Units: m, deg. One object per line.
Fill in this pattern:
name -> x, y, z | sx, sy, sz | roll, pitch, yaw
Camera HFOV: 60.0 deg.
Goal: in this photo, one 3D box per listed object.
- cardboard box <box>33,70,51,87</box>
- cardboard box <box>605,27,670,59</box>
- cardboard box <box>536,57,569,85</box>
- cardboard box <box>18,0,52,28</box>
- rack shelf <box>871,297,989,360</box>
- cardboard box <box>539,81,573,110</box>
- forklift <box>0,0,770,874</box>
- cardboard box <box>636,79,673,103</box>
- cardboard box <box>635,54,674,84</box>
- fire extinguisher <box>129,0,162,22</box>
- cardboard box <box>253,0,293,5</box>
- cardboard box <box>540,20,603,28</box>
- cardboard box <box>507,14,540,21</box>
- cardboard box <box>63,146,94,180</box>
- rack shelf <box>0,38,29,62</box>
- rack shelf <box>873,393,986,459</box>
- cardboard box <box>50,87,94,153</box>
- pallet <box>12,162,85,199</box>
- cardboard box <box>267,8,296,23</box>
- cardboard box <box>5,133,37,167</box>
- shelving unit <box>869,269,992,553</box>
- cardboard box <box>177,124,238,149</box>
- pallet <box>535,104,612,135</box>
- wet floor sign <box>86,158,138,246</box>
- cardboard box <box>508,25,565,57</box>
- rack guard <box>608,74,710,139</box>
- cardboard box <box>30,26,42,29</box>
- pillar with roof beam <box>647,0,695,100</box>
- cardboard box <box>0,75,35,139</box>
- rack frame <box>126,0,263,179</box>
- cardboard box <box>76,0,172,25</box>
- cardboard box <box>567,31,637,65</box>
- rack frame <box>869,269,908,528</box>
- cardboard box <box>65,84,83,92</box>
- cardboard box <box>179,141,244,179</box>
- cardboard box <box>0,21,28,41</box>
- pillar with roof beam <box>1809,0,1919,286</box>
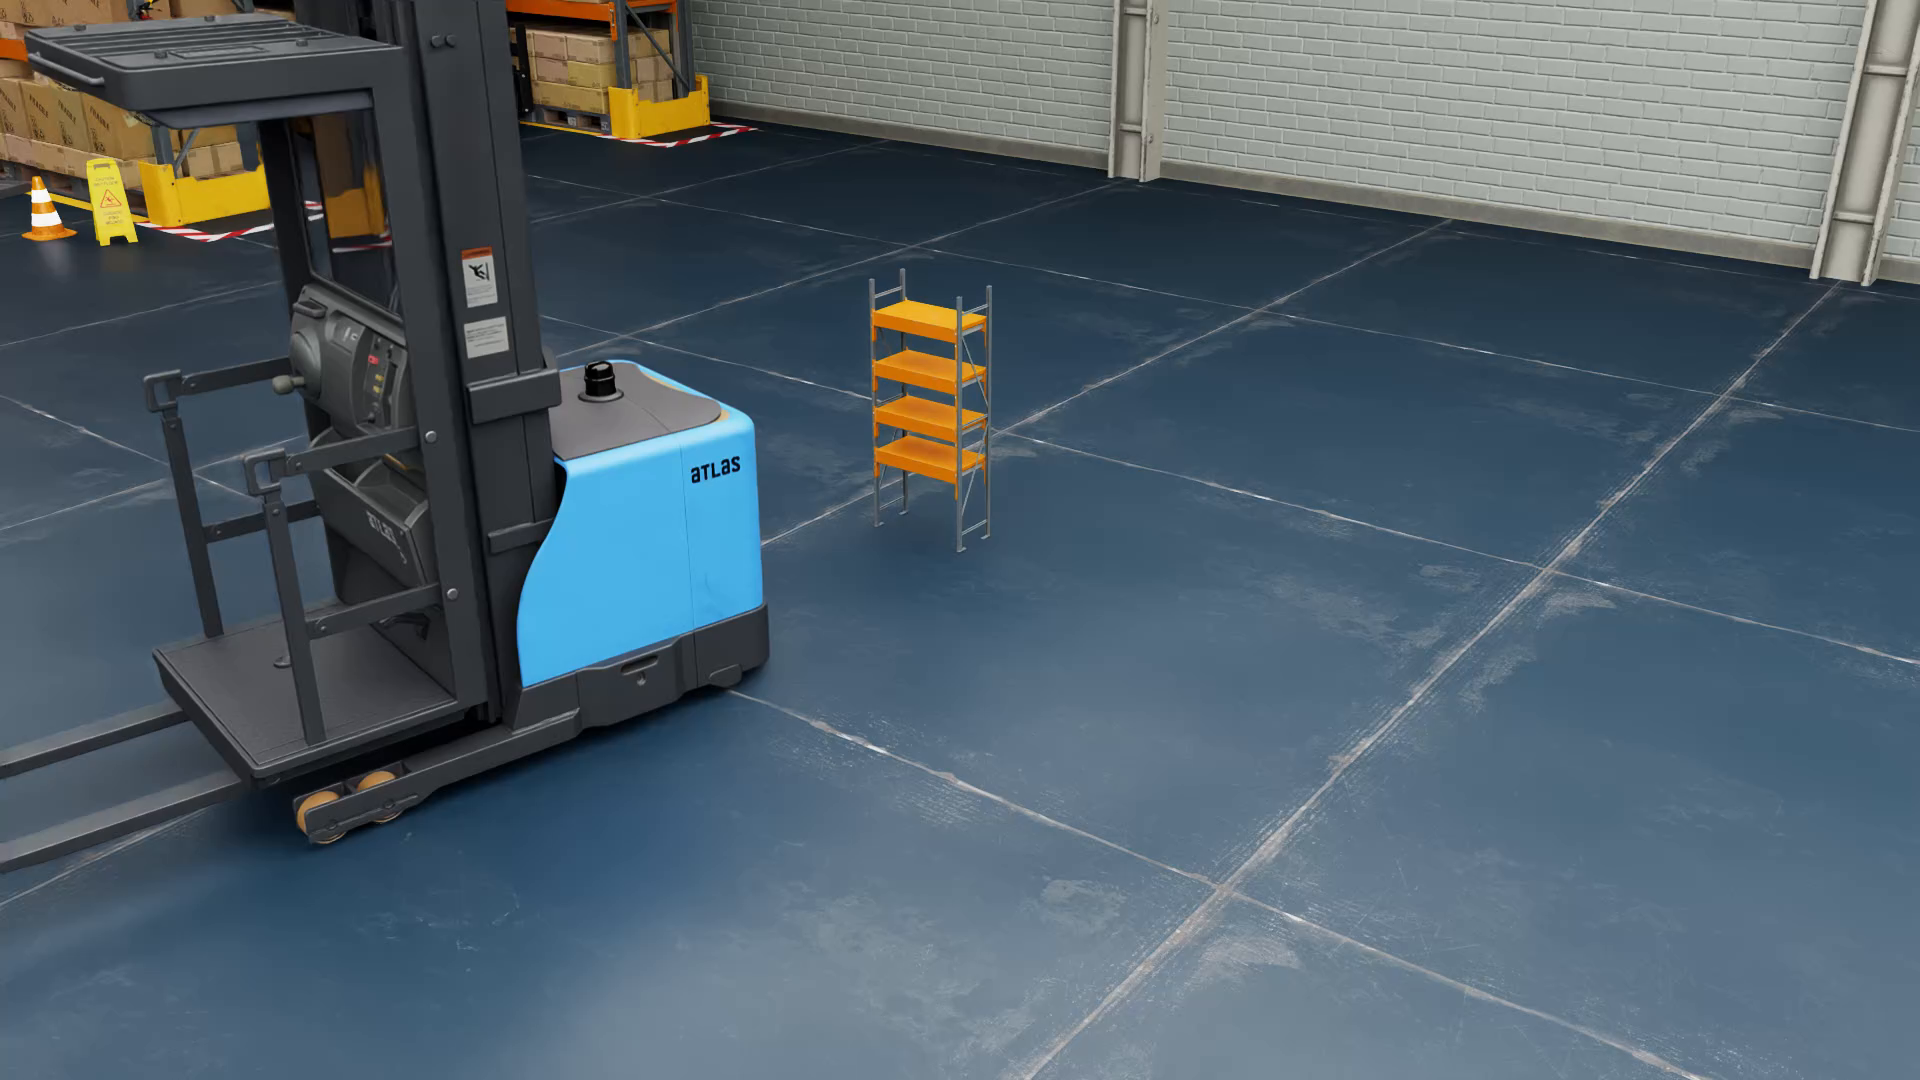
cardboard box -> -7.688, -3.995, 14.251 | 0.250, 0.149, 0.380 | 18, 30, 35
cardboard box -> -3.444, -5.289, 17.683 | 0.500, 0.250, 0.500 | 16, 29, 33
cardboard box -> -4.145, -5.025, 17.703 | 0.500, 0.250, 0.500 | 16, 29, 33
cardboard box -> -7.543, -4.587, 13.947 | 0.500, 0.500, 0.500 | 17, 29, 33
rack shelf -> -0.132, -0.949, 7.441 | 0.480, 0.148, 0.258 | 17, 29, 33
cardboard box -> -4.131, -4.789, 17.789 | 0.500, 0.250, 0.500 | 17, 29, 33
forklift -> -2.199, -0.581, 5.433 | 3.031, 2.935, 1.130 | -19, 30, -36
cardboard box -> -3.449, -4.836, 17.895 | 0.500, 0.250, 0.500 | 17, 29, 34
cardboard box -> -3.425, -5.064, 17.792 | 0.500, 0.250, 0.500 | 17, 29, 34
fire extinguisher -> -6.332, -3.906, 12.991 | 0.183, 0.674, 0.296 | 17, 29, 33
cardboard box -> -9.084, -6.605, 21.445 | 0.625, 0.625, 0.875 | 18, 29, 35
cardboard box -> -4.240, -5.533, 18.237 | 0.500, 0.250, 0.500 | 17, 29, 33
cardboard box -> -5.053, -5.778, 18.793 | 0.500, 0.250, 0.500 | 17, 29, 34
cardboard box -> -7.365, -3.288, 14.382 | 0.500, 0.250, 0.500 | 17, 29, 33
rack shelf -> -7.748, -4.272, 14.619 | 4.000, 0.370, 1.077 | 17, 29, 33
rack shelf -> -0.132, -0.528, 7.626 | 0.480, 0.148, 0.258 | 17, 29, 33
cardboard box -> -7.364, -3.630, 14.227 | 0.500, 0.500, 0.500 | 18, 30, 35
pallet -> -7.809, -3.363, 15.122 | 1.213, 0.211, 1.003 | 17, 29, 33
cardboard box -> -8.017, -6.287, 20.723 | 0.625, 0.625, 0.875 | 15, 28, 31
cardboard box -> -8.178, -3.536, 14.945 | 0.500, 0.250, 0.500 | 16, 29, 33
shelving unit -> -0.132, -0.589, 7.599 | 0.503, 1.200, 0.258 | 17, 29, 33
cardboard box -> -6.646, -3.685, 14.352 | 0.500, 0.500, 0.500 | 16, 28, 32
pallet -> -3.810, -4.616, 17.964 | 1.213, 0.211, 1.003 | 17, 29, 33
wet floor sign -> -6.637, -2.649, 12.963 | 0.267, 0.644, 0.232 | -15, 28, -30
cardboard box -> -4.551, -5.363, 17.851 | 0.500, 0.250, 0.500 | 17, 29, 34
rack guard -> -3.154, -4.571, 17.503 | 0.348, 0.500, 1.175 | 17, 29, 33
cardboard box -> -7.640, -4.311, 14.126 | 0.250, 0.149, 0.380 | 16, 29, 33
pillar with roof beam -> -5.772, -7.536, 13.693 | 0.400, 9.000, 9.100 | 17, 29, 33
cardboard box -> -8.189, -3.881, 14.797 | 0.500, 0.500, 0.500 | 19, 30, 36
rack frame -> -6.147, -4.118, 13.376 | 0.127, 3.000, 1.000 | 17, 29, 33
cardboard box -> -6.747, -4.342, 13.392 | 0.500, 0.500, 0.500 | 16, 29, 32
cardboard box -> -3.729, -5.122, 17.305 | 0.500, 0.250, 0.500 | 18, 29, 35
rack frame -> -0.328, -0.648, 7.733 | 0.015, 1.200, 0.240 | 17, 29, 33
cardboard box -> -7.279, -3.869, 13.965 | 0.250, 0.149, 0.380 | 18, 29, 35
cardboard box -> -6.627, -3.336, 14.491 | 0.500, 0.250, 0.500 | 17, 29, 33
cardboard box -> -8.052, -4.426, 14.387 | 0.250, 0.149, 0.380 | 17, 29, 33
pillar with roof beam -> 3.831, -4.634, 7.107 | 0.400, 9.000, 9.100 | 17, 29, 33
